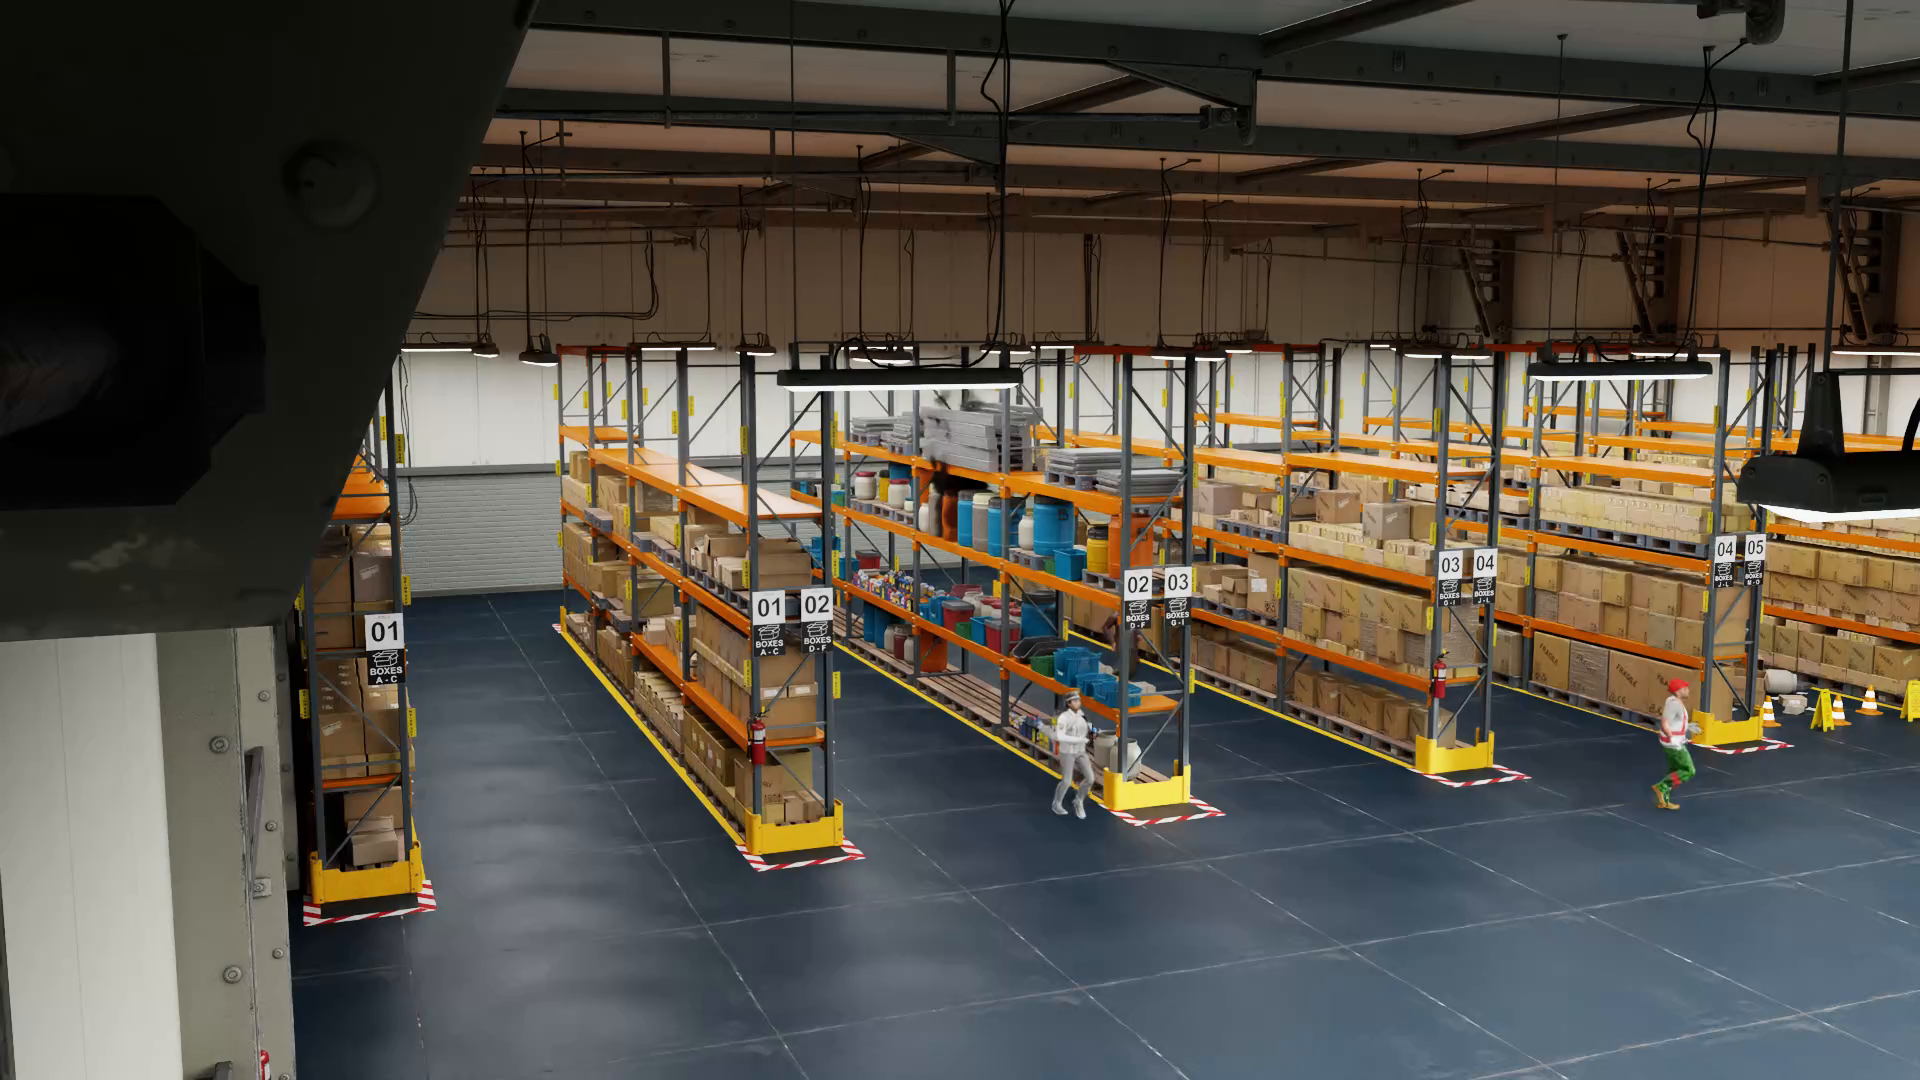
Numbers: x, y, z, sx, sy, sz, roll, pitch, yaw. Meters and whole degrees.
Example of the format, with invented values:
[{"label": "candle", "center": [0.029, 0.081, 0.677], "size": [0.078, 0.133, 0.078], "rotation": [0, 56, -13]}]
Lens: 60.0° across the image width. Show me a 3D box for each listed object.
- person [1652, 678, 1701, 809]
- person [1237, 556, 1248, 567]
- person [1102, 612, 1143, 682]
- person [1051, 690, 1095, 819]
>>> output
[{"label": "person", "center": [9.465, 2.684, 21.946], "size": [0.607, 1.749, 0.637], "rotation": [2, 8, 16]}, {"label": "person", "center": [7.011, 0.274, 41.215], "size": [0.496, 1.663, 0.695], "rotation": [5, 9, 33]}, {"label": "person", "center": [2.871, 1.896, 28.566], "size": [0.704, 1.639, 0.628], "rotation": [-5, 9, -33]}, {"label": "person", "center": [1.481, 2.780, 21.505], "size": [0.611, 1.735, 0.640], "rotation": [-6, 10, -41]}]
